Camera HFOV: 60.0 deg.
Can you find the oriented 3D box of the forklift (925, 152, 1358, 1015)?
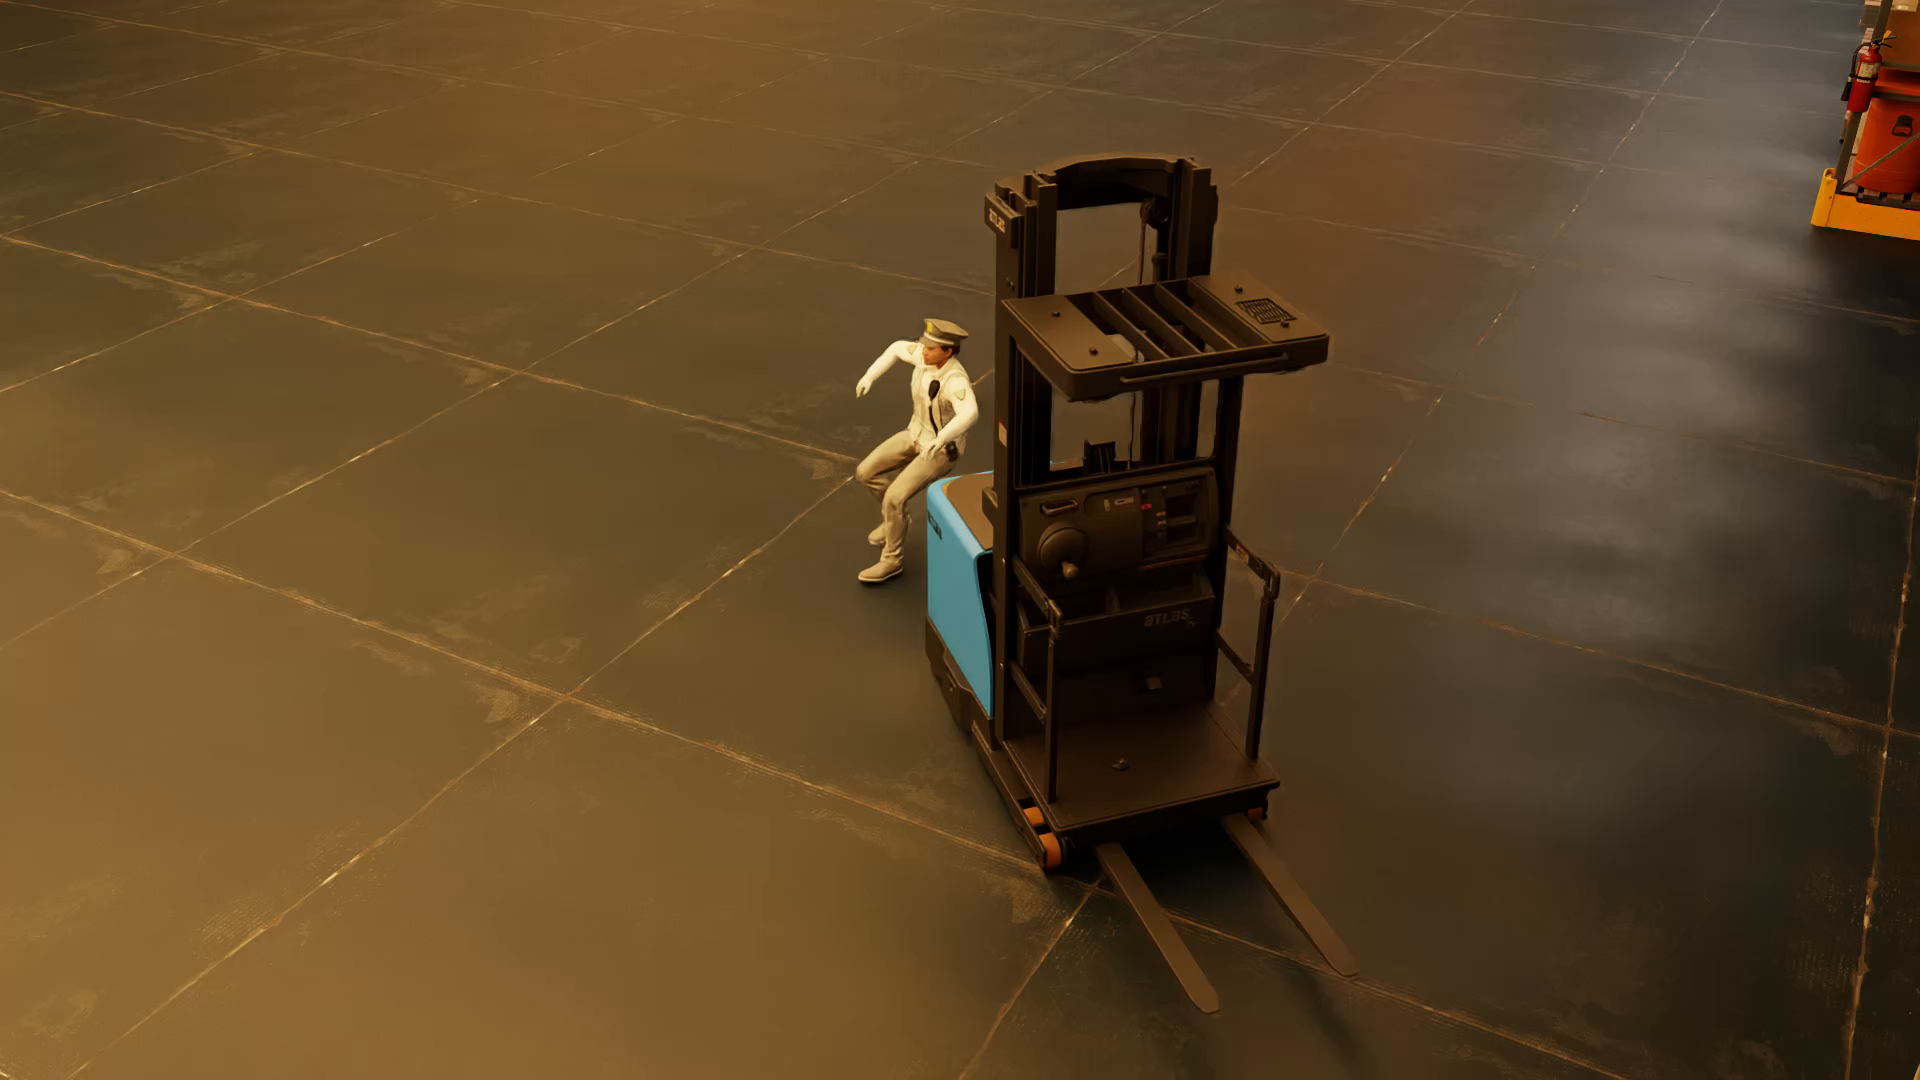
[{"bbox_3d":[0.774,-0.022,7.109,1.130,2.935,3.031,-10,31,-16],"label":"forklift"}]

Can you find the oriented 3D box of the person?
[{"bbox_3d":[-0.328,-0.540,9.459,0.782,1.466,1.047,-22,36,-33],"label":"person"}]
